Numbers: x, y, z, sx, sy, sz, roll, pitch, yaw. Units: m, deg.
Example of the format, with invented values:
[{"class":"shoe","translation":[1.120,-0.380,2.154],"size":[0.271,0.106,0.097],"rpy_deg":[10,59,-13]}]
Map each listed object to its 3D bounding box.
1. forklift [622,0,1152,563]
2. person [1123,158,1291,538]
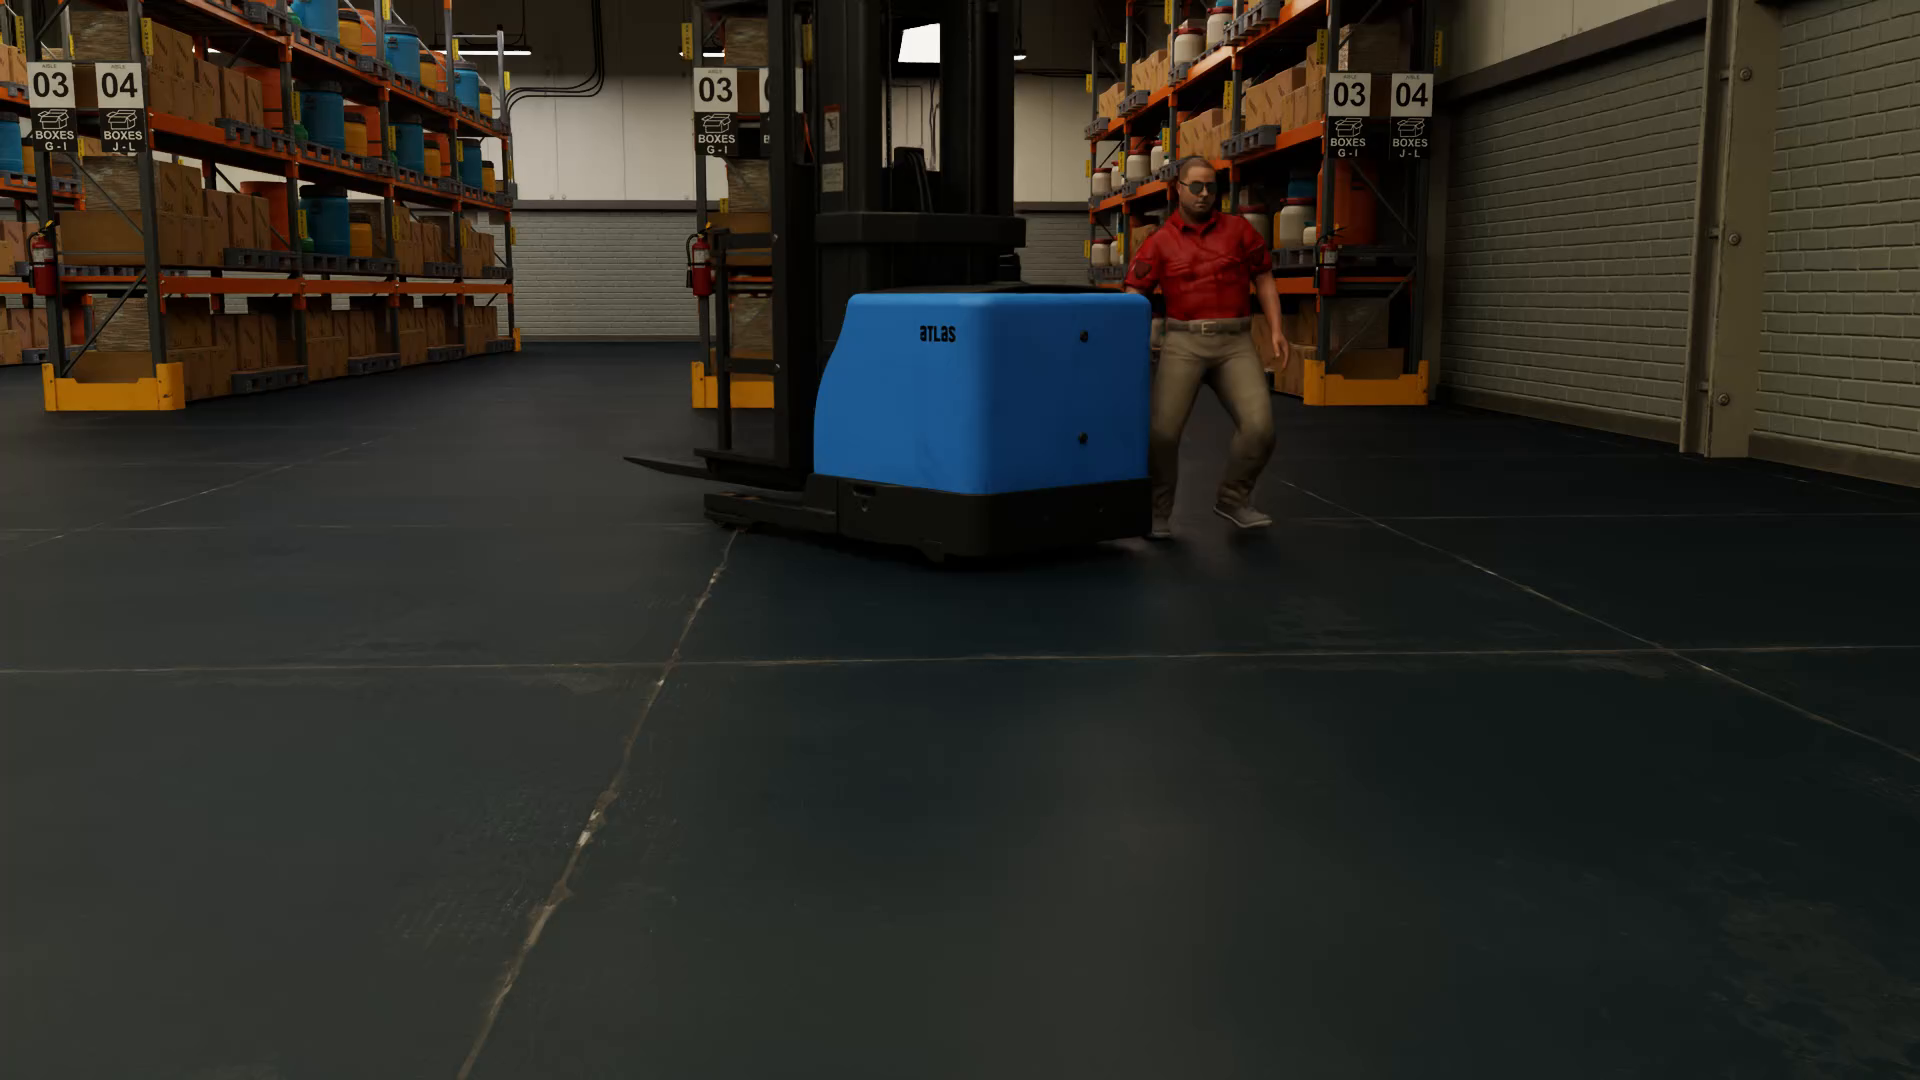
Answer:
[{"class":"forklift","translation":[-0.533,-1.526,7.610],"size":[1.130,2.935,3.031],"rpy_deg":[-7,11,-40]},{"class":"person","translation":[1.054,-0.832,7.271],"size":[0.767,1.645,0.448],"rpy_deg":[0,8,1]}]
